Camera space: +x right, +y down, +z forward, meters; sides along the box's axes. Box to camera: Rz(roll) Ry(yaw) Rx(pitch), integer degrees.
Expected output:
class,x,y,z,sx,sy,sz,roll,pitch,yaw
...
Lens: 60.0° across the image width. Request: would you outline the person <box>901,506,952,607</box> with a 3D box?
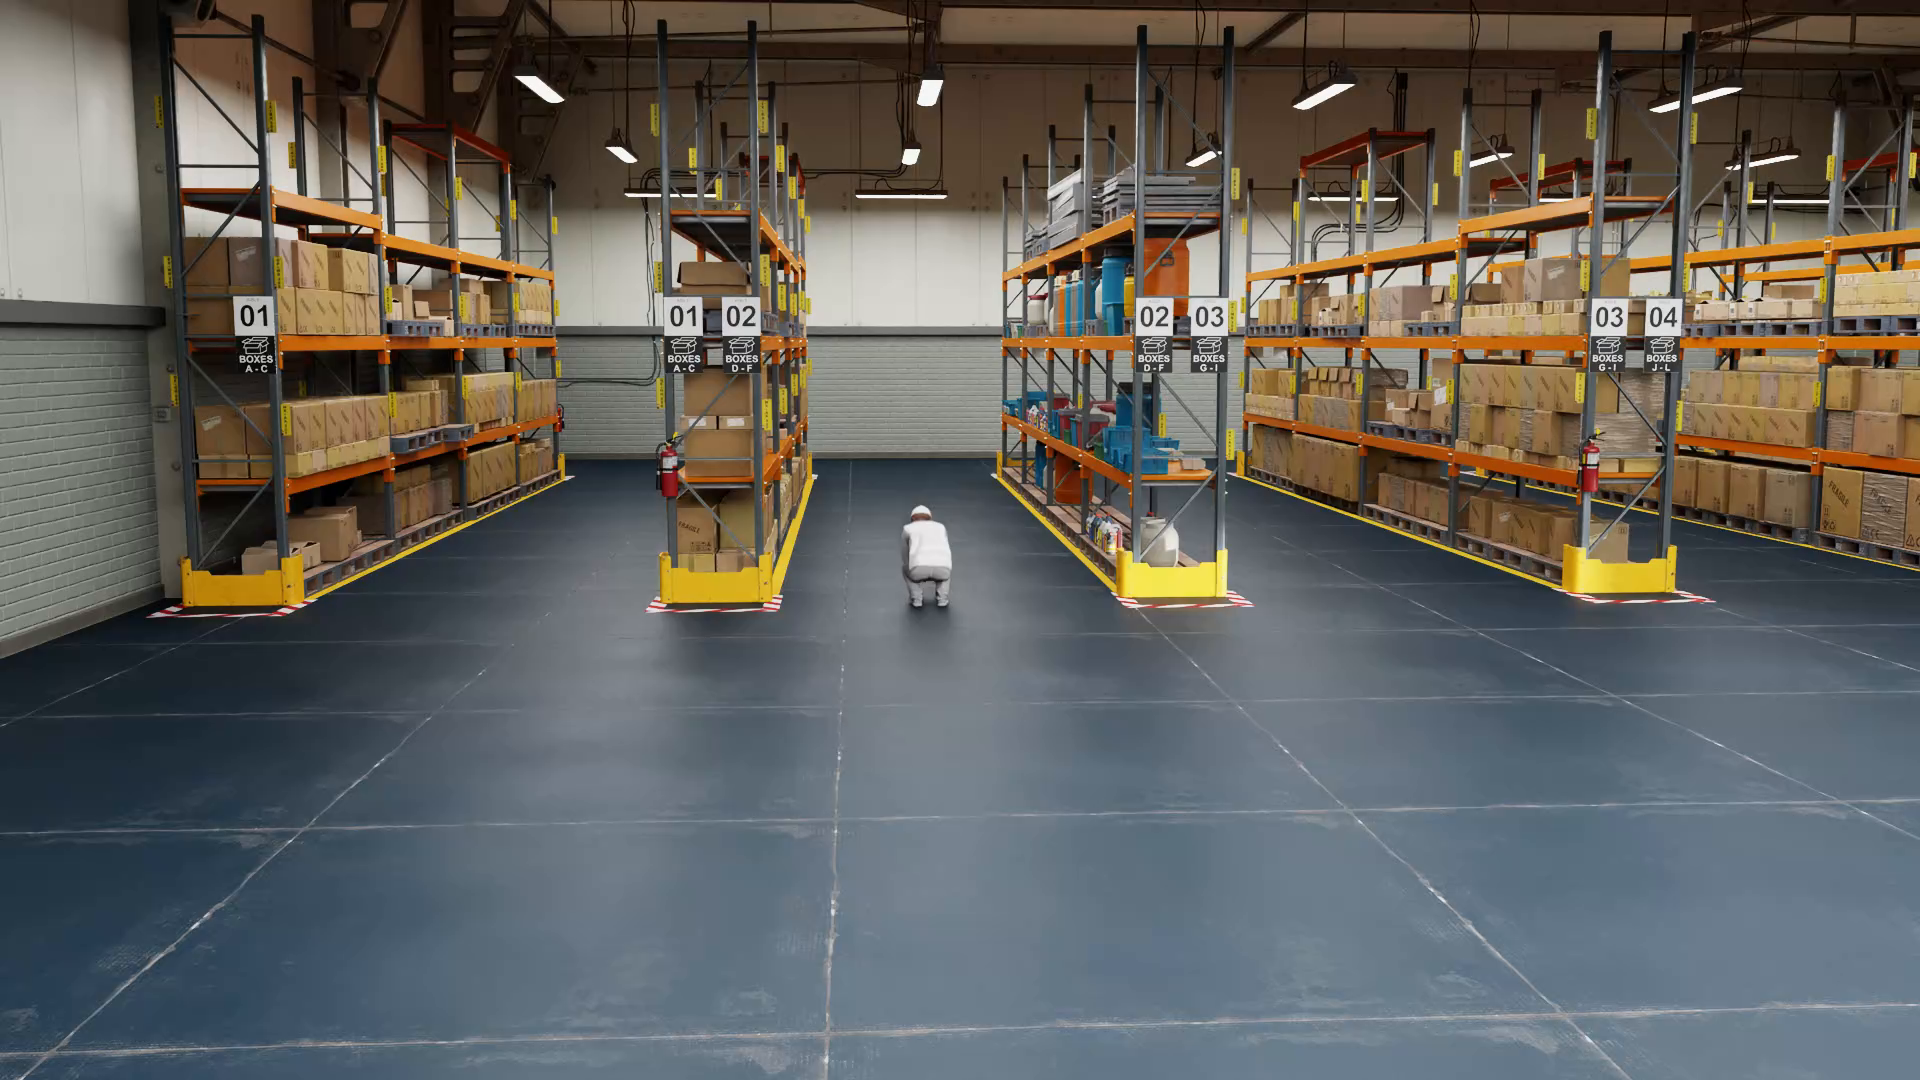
class,x,y,z,sx,sy,sz,roll,pitch,yaw
person,-0.348,0.167,17.502,0.538,1.008,0.861,0,7,-4
